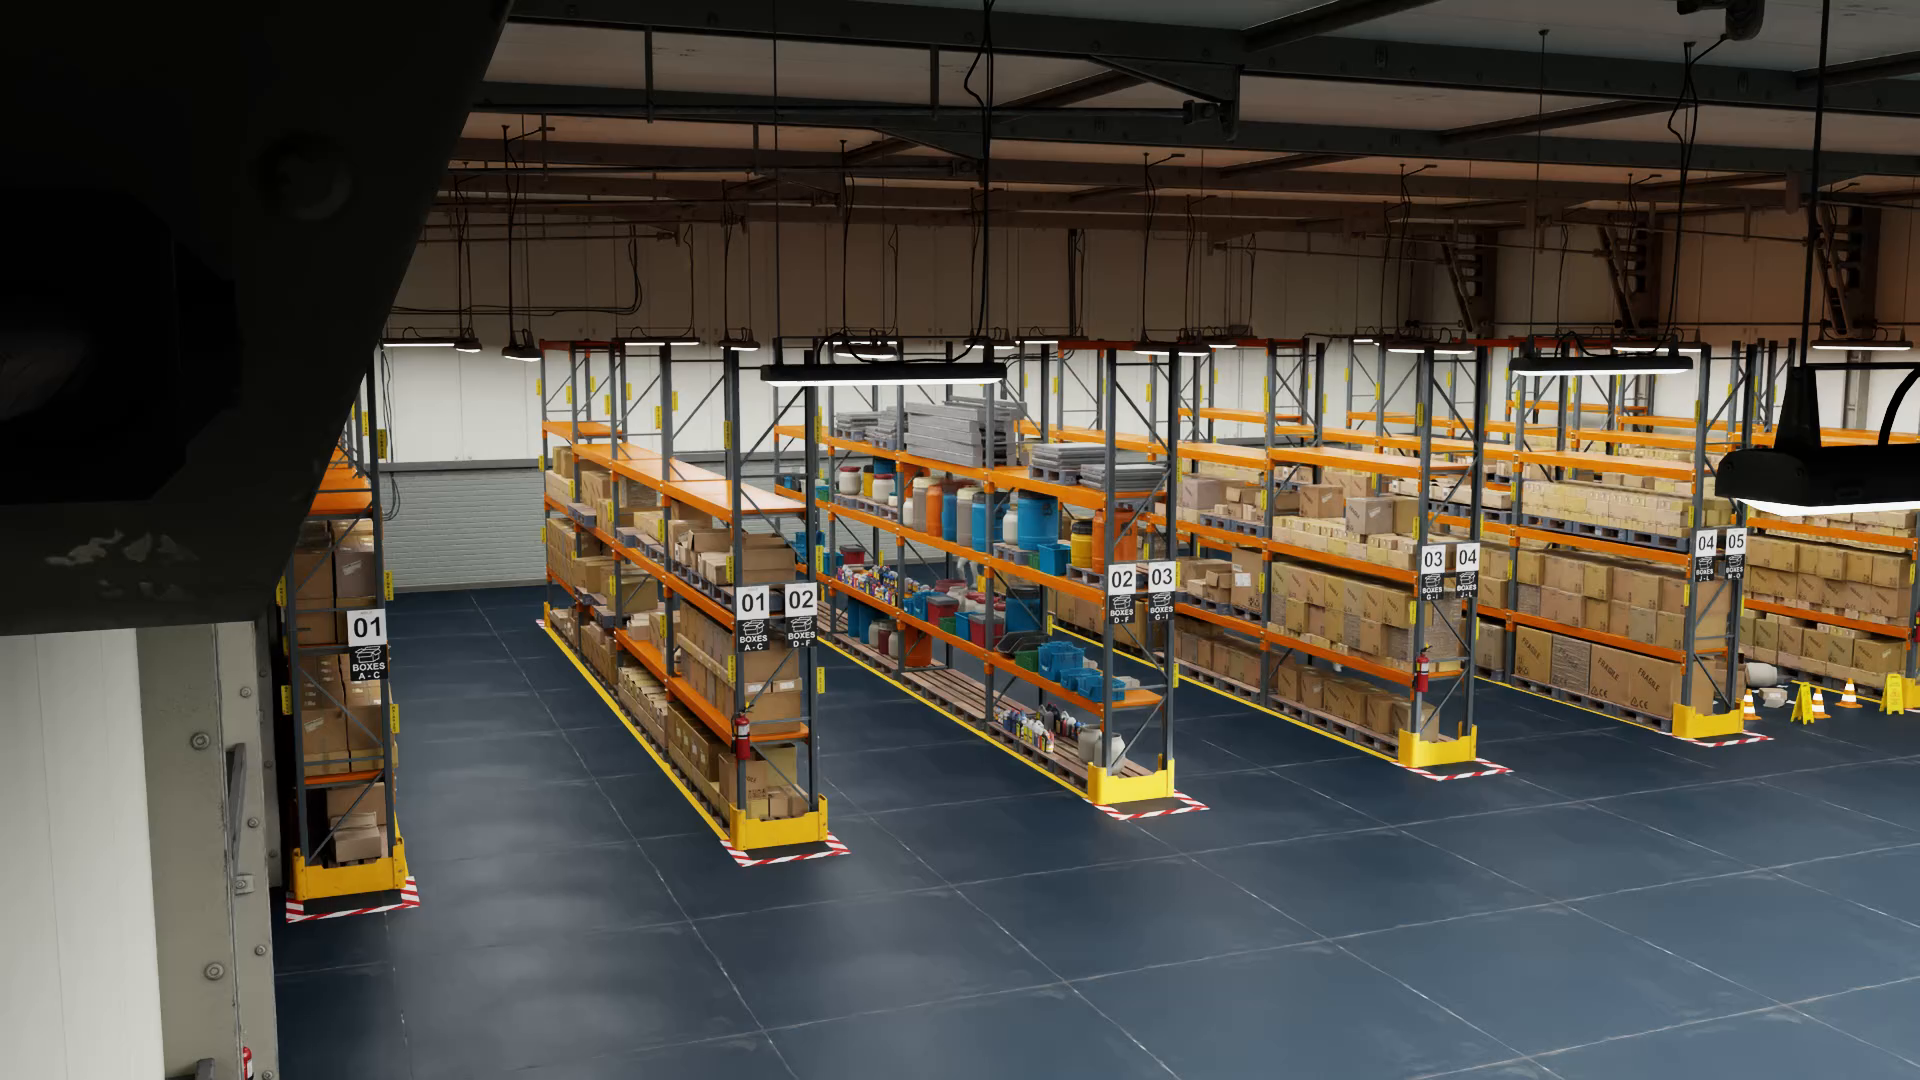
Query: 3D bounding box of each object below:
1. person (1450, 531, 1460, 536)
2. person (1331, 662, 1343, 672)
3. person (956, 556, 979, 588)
[{"bbox_3d":[10.912,0.700,36.606,0.511,1.772,0.546,6,9,38],"label":"person"},{"bbox_3d":[6.969,1.557,30.556,0.528,1.723,0.516,-3,8,-19],"label":"person"},{"bbox_3d":[0.208,0.371,39.728,0.537,1.736,0.526,5,9,36],"label":"person"}]
